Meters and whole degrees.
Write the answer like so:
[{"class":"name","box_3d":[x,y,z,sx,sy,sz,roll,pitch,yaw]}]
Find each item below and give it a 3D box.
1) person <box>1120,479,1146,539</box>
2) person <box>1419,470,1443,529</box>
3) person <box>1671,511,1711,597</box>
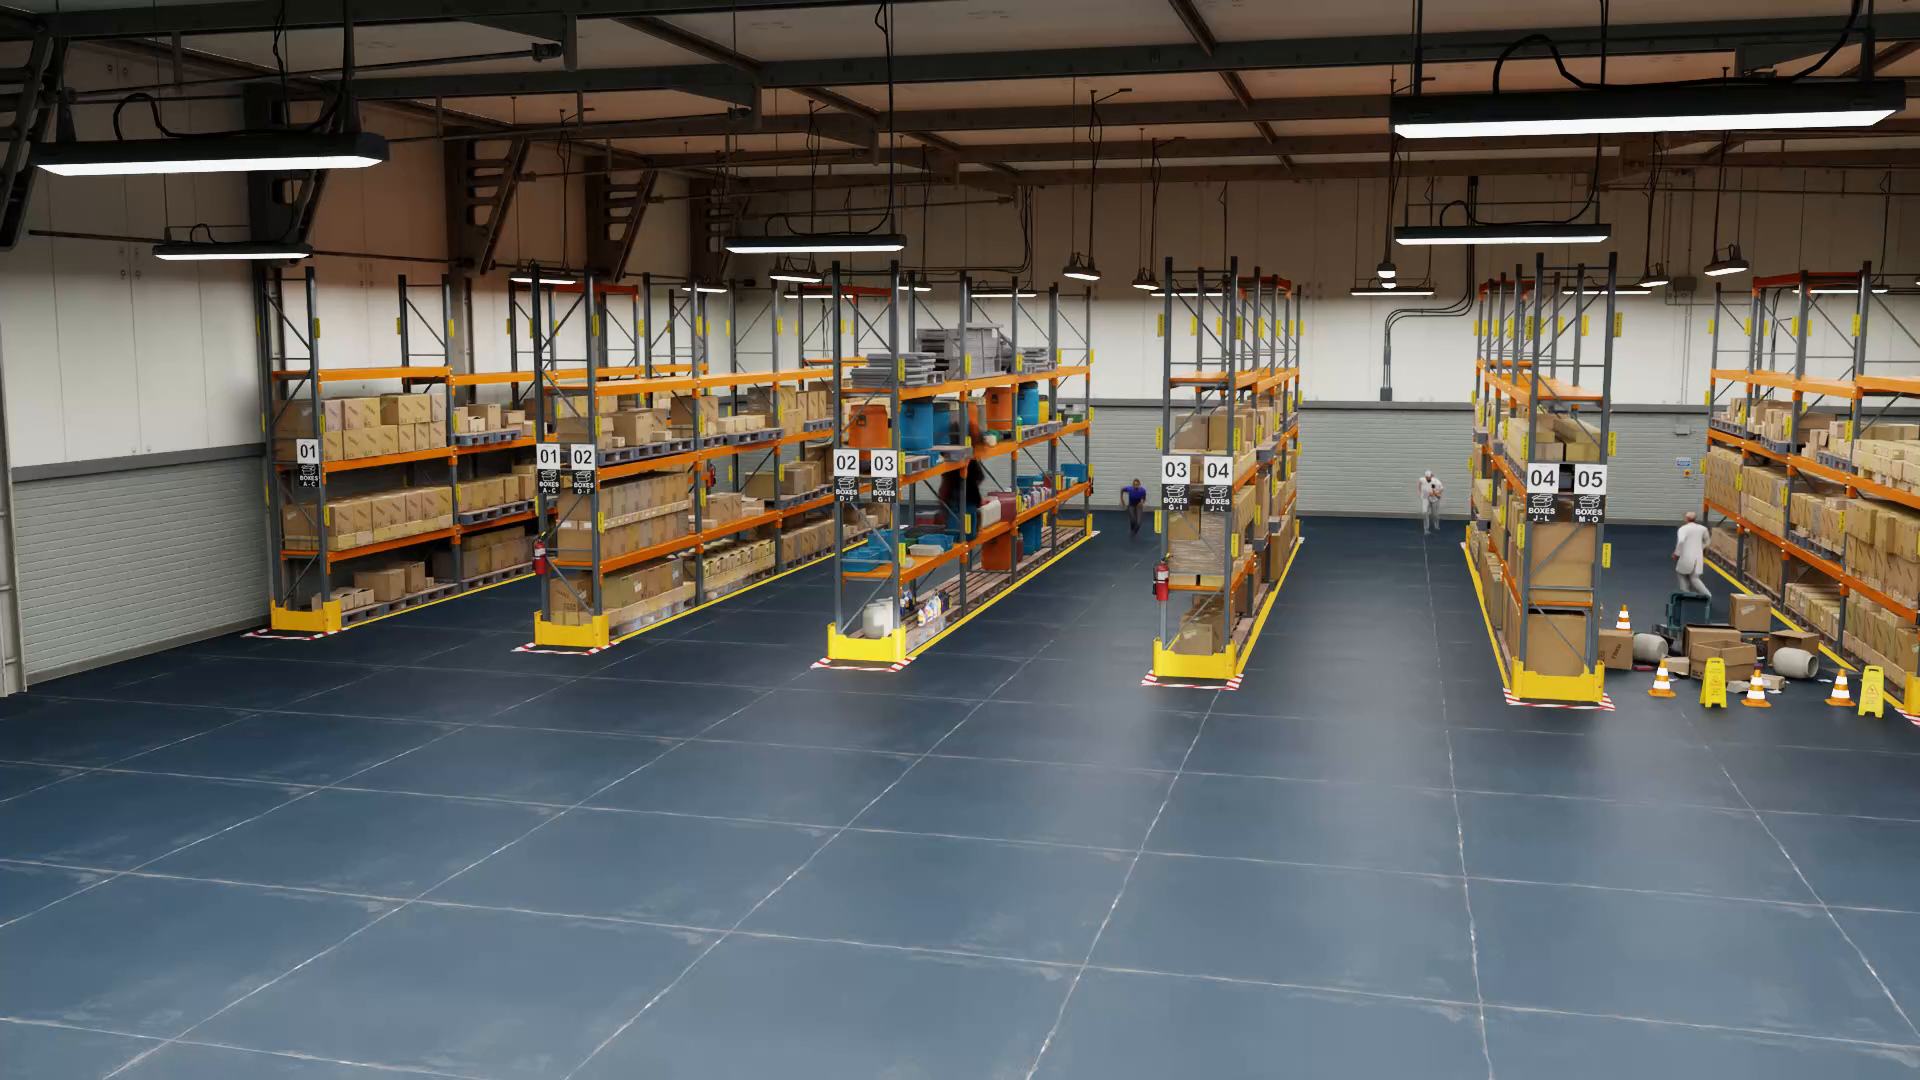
[{"class":"person","box_3d":[4.116,-0.737,39.509,0.595,1.484,0.827,0,7,0]},{"class":"person","box_3d":[11.566,-1.012,40.820,0.644,1.450,0.988,4,8,31]},{"class":"person","box_3d":[13.193,0.368,29.842,0.700,1.734,0.876,-1,7,-5]}]
